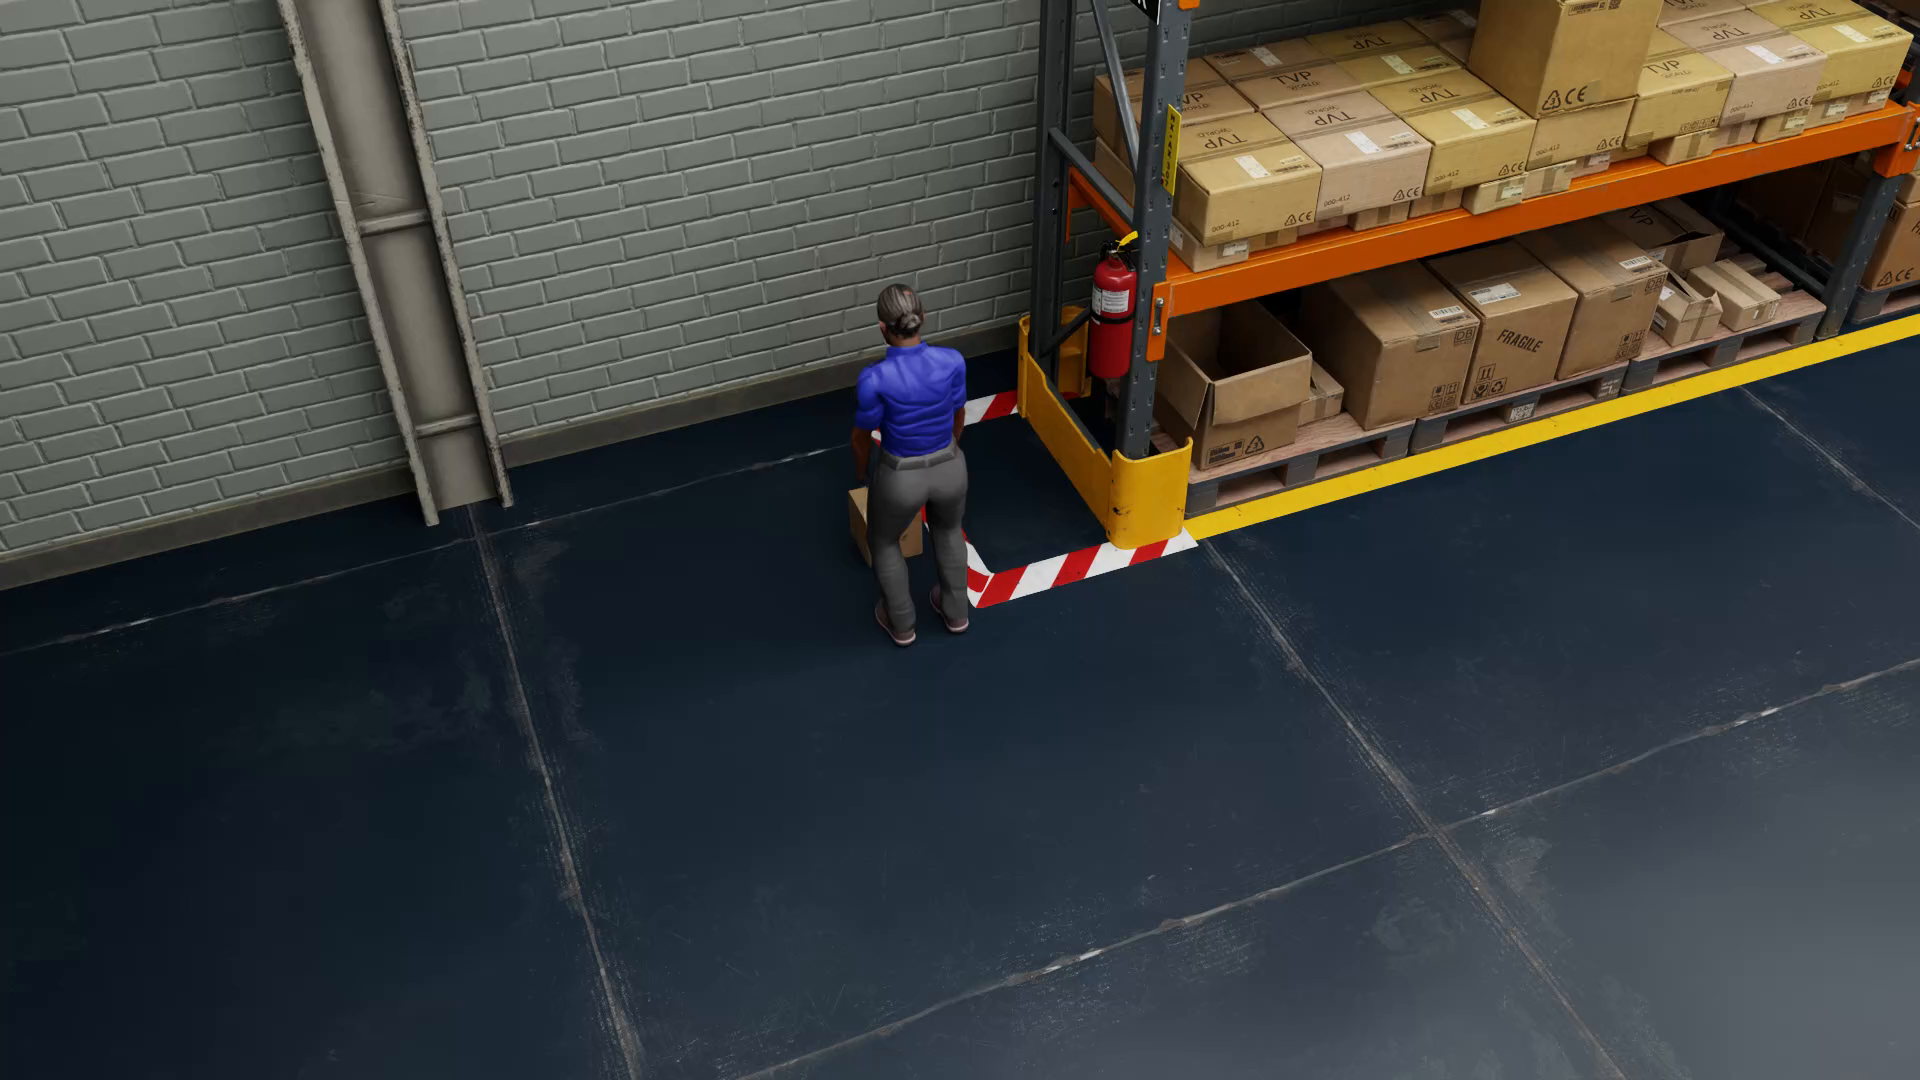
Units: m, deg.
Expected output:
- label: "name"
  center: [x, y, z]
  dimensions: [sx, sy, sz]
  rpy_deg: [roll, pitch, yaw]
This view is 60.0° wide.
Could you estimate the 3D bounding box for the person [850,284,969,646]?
- label: "person"
  center: [-0.193, -0.254, 6.492]
  dimensions: [0.457, 1.610, 0.375]
  rpy_deg: [-13, 44, -14]
